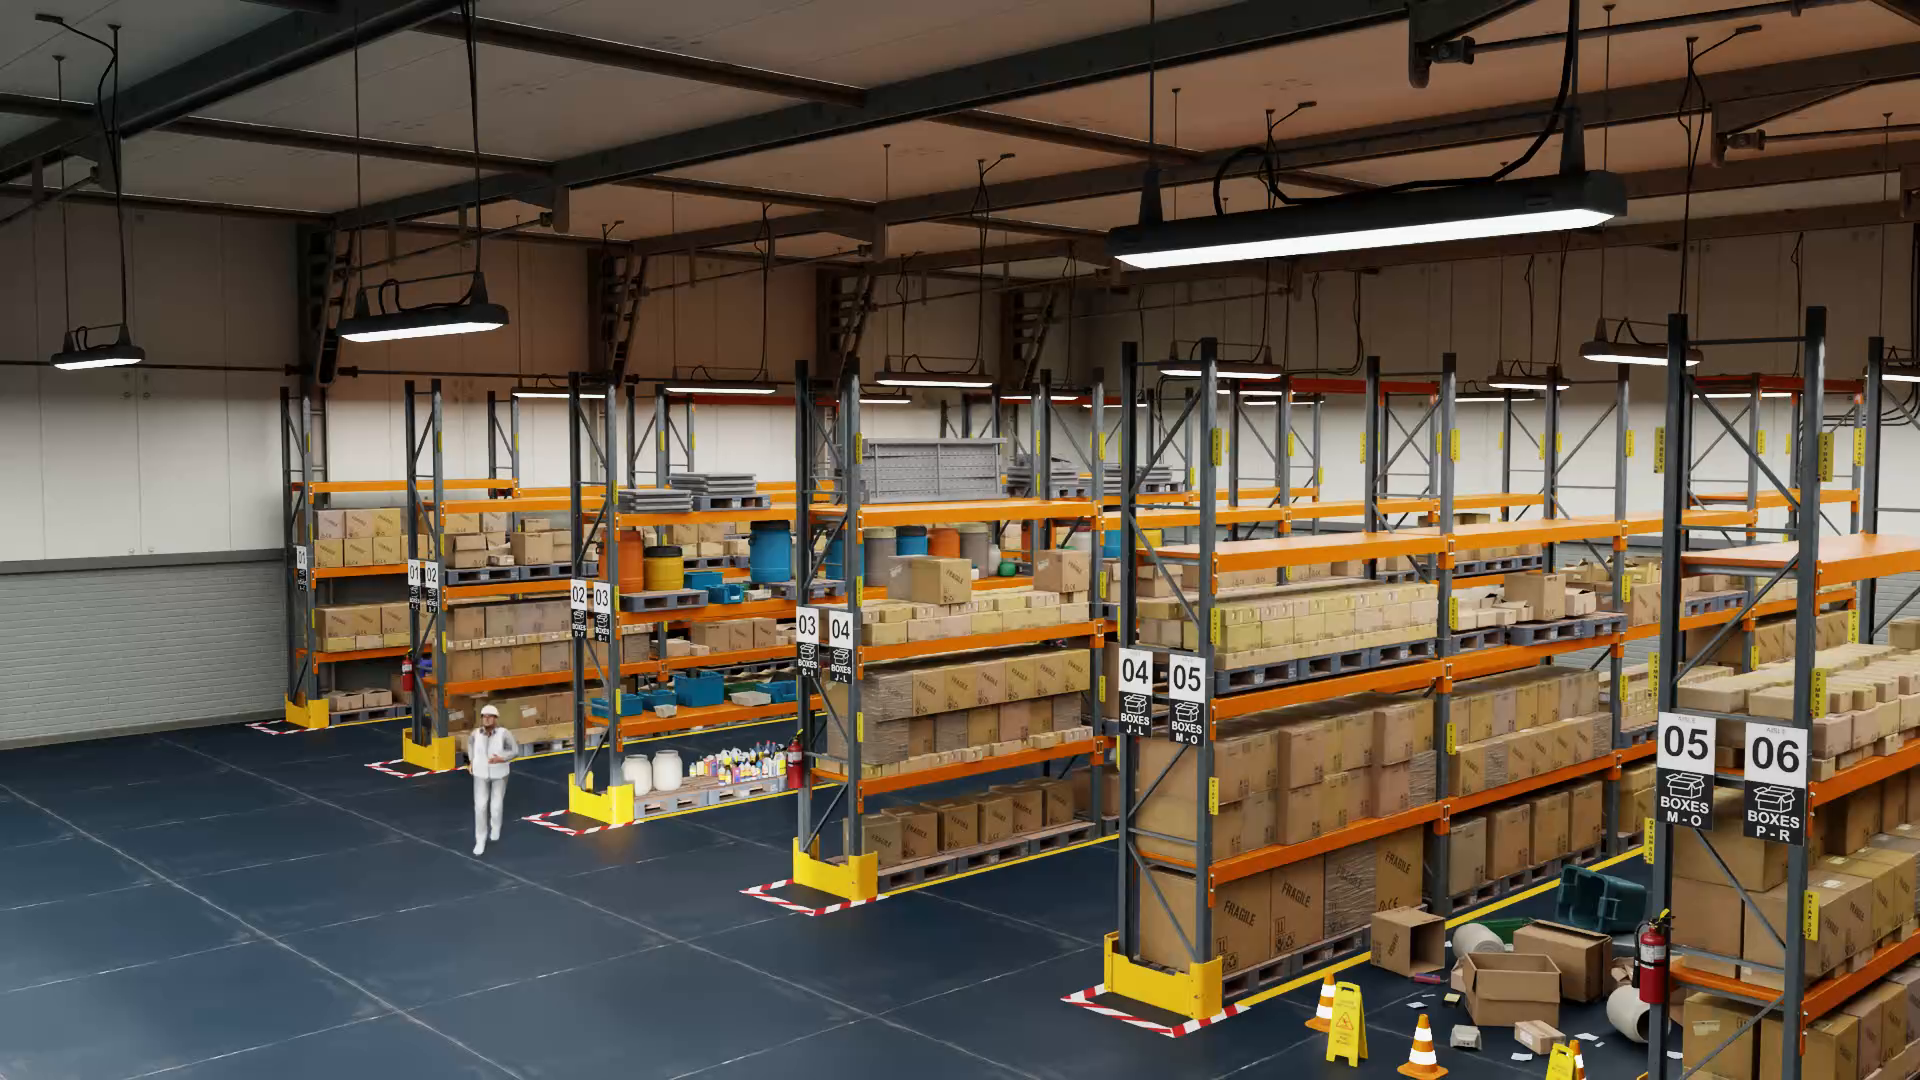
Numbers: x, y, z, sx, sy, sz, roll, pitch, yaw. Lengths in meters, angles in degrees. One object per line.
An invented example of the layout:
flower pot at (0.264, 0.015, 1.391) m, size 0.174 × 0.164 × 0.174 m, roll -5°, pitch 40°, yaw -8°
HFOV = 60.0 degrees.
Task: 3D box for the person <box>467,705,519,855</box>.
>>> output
person at (-5.831, 2.957, 20.764) m, size 0.655 × 1.828 × 0.791 m, roll -1°, pitch 4°, yaw -9°

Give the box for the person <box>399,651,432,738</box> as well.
person at (-8.978, 2.564, 27.530) m, size 0.584 × 1.665 × 0.936 m, roll 1°, pitch 4°, yaw 20°

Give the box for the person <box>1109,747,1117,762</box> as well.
person at (2.677, 2.703, 25.679) m, size 0.533 × 1.682 × 1.082 m, roll 3°, pitch 5°, yaw 40°
